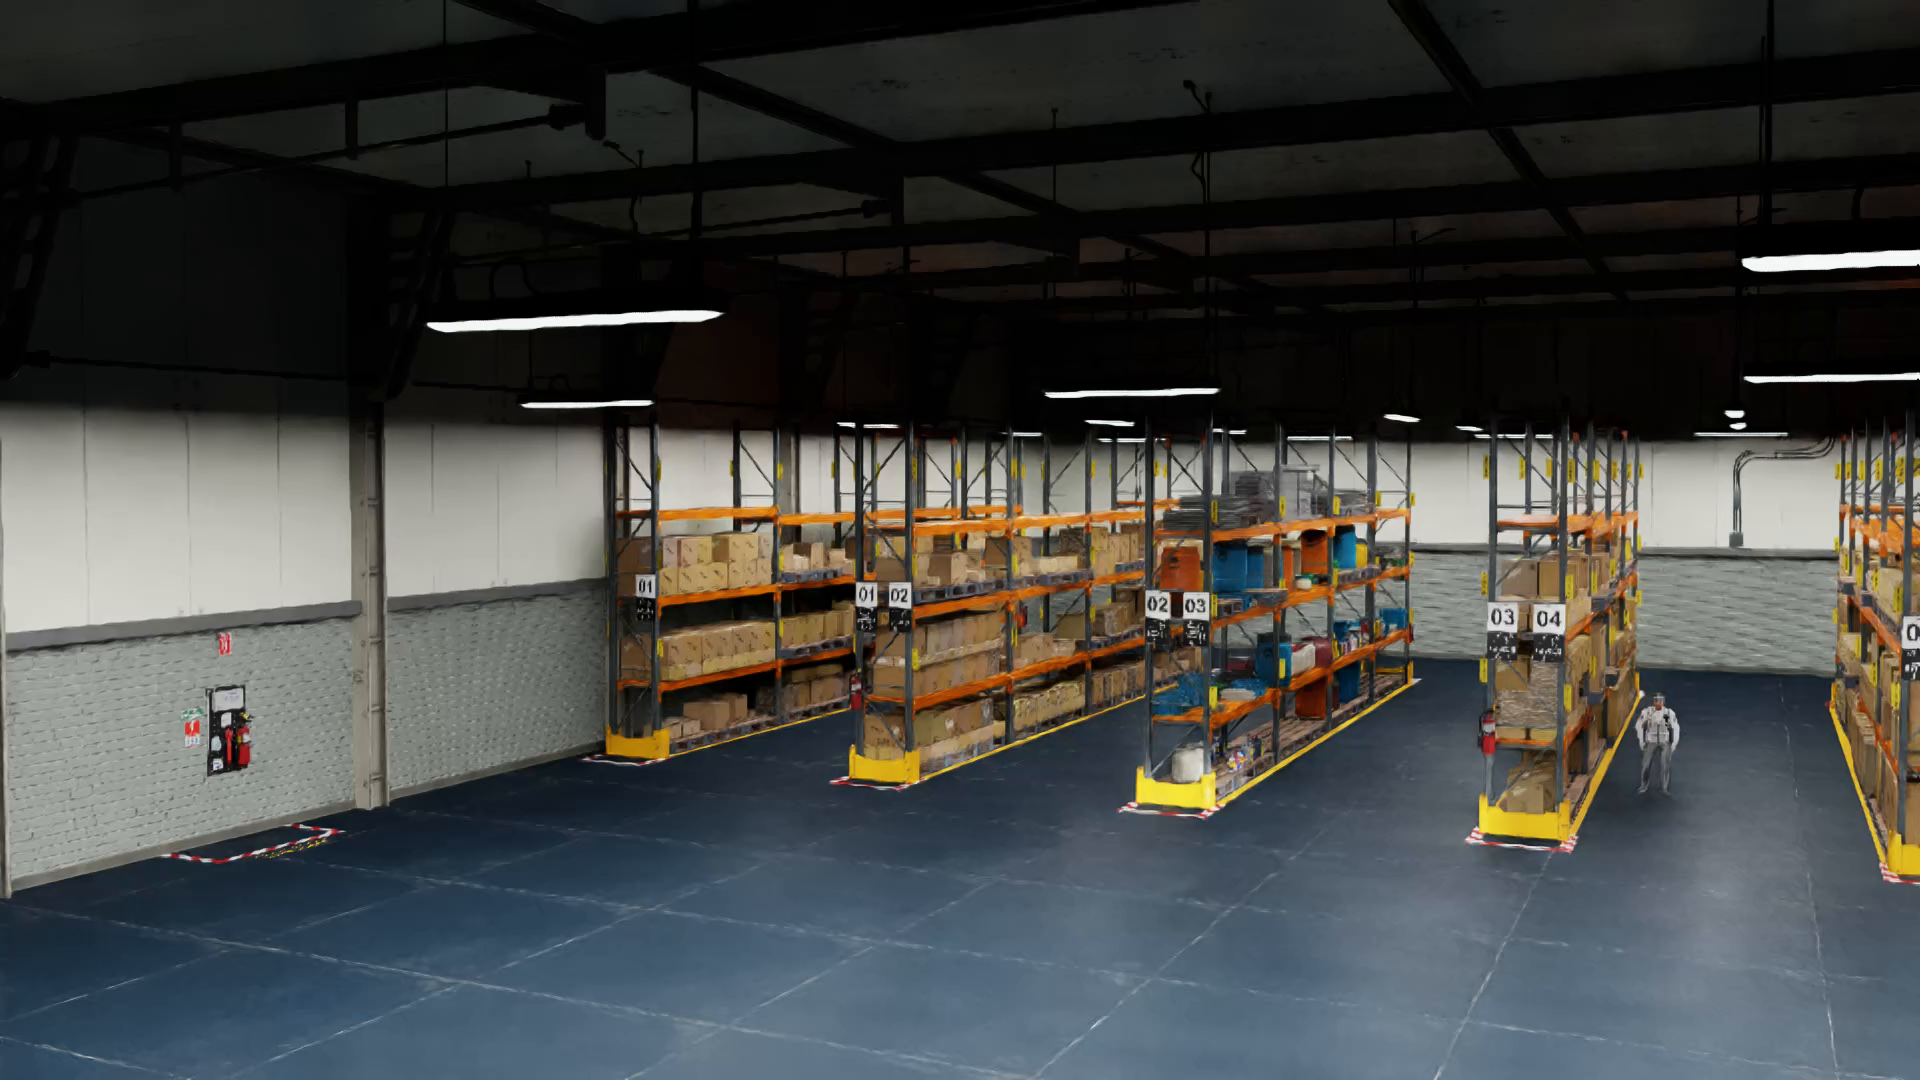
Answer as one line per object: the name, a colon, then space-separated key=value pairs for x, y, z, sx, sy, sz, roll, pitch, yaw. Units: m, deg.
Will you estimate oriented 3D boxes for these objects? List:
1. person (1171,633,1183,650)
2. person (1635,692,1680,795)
person: x=5.554 y=2.350 z=42.653 sx=0.556 sy=1.726 sz=0.525 roll=-2 pitch=3 yaw=-32
person: x=10.728 y=3.117 z=25.577 sx=0.639 sy=1.632 sz=0.512 roll=1 pitch=3 yaw=23
